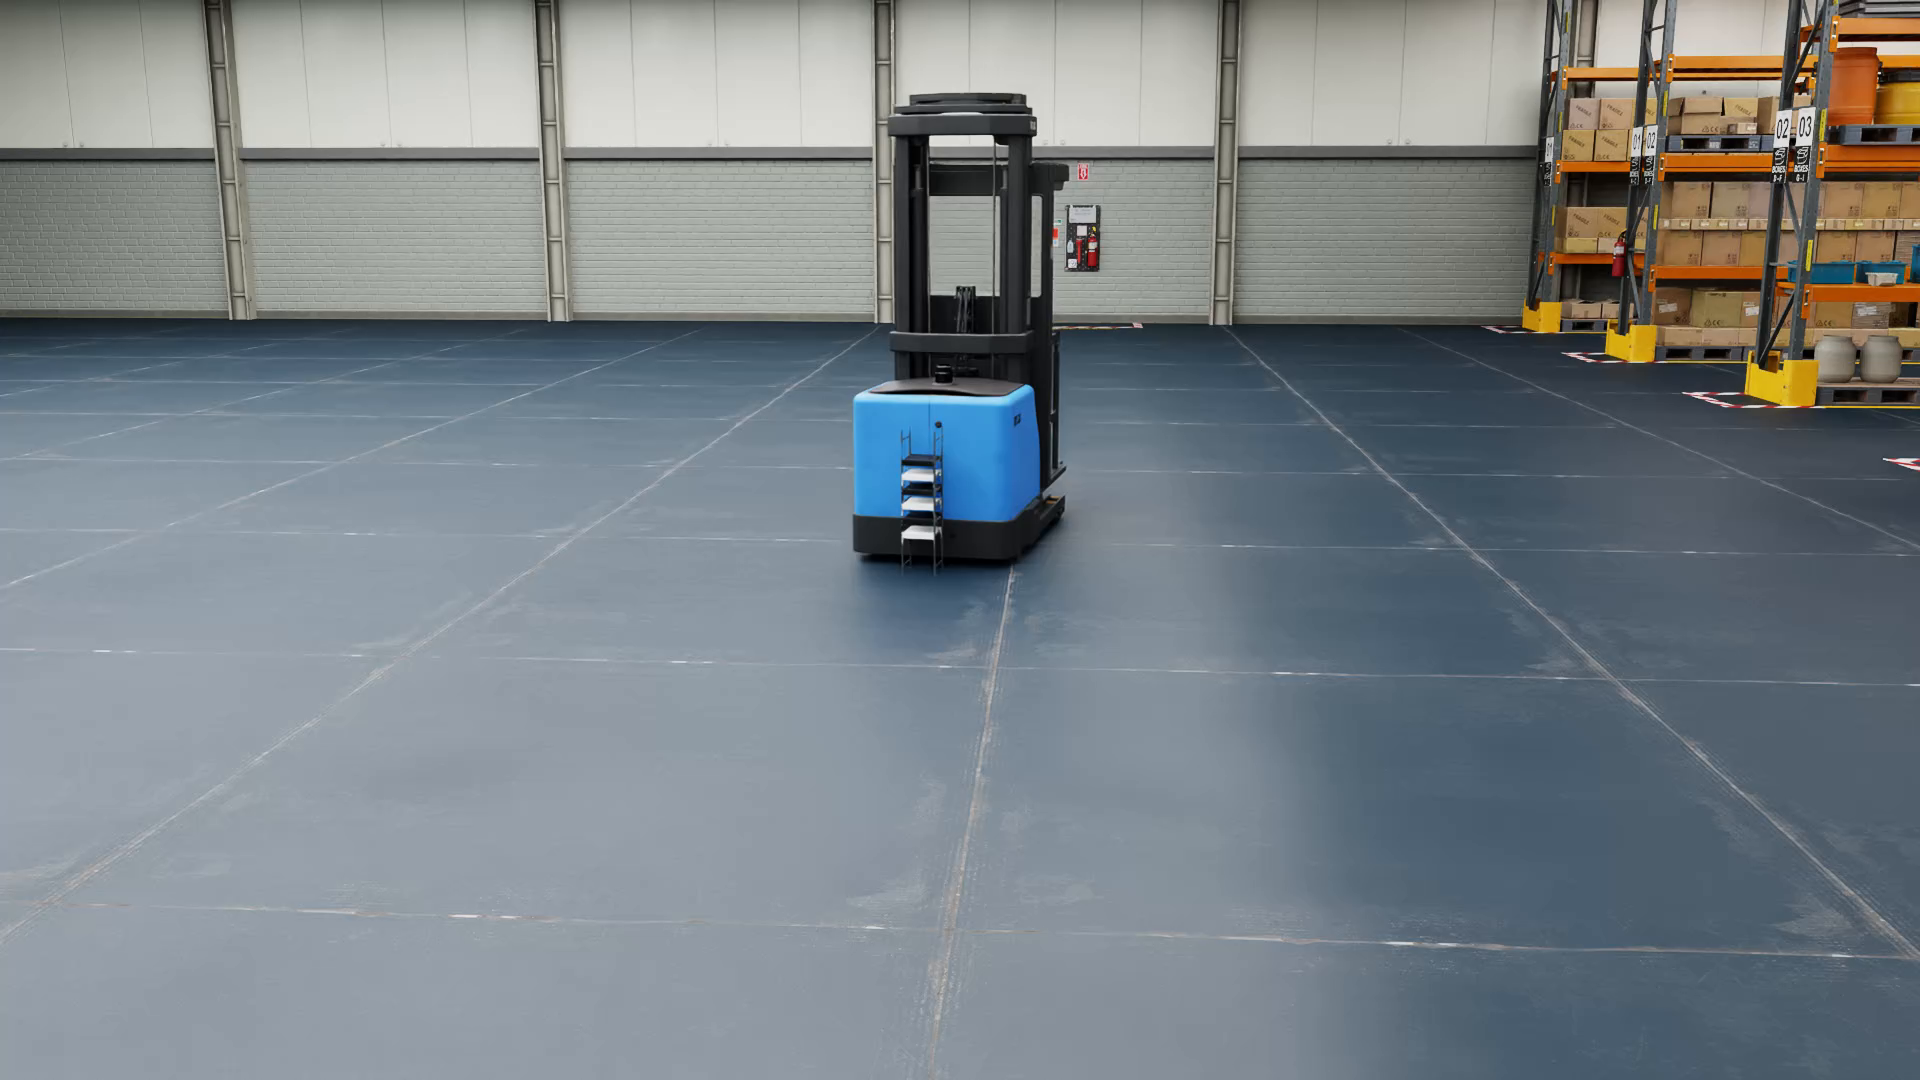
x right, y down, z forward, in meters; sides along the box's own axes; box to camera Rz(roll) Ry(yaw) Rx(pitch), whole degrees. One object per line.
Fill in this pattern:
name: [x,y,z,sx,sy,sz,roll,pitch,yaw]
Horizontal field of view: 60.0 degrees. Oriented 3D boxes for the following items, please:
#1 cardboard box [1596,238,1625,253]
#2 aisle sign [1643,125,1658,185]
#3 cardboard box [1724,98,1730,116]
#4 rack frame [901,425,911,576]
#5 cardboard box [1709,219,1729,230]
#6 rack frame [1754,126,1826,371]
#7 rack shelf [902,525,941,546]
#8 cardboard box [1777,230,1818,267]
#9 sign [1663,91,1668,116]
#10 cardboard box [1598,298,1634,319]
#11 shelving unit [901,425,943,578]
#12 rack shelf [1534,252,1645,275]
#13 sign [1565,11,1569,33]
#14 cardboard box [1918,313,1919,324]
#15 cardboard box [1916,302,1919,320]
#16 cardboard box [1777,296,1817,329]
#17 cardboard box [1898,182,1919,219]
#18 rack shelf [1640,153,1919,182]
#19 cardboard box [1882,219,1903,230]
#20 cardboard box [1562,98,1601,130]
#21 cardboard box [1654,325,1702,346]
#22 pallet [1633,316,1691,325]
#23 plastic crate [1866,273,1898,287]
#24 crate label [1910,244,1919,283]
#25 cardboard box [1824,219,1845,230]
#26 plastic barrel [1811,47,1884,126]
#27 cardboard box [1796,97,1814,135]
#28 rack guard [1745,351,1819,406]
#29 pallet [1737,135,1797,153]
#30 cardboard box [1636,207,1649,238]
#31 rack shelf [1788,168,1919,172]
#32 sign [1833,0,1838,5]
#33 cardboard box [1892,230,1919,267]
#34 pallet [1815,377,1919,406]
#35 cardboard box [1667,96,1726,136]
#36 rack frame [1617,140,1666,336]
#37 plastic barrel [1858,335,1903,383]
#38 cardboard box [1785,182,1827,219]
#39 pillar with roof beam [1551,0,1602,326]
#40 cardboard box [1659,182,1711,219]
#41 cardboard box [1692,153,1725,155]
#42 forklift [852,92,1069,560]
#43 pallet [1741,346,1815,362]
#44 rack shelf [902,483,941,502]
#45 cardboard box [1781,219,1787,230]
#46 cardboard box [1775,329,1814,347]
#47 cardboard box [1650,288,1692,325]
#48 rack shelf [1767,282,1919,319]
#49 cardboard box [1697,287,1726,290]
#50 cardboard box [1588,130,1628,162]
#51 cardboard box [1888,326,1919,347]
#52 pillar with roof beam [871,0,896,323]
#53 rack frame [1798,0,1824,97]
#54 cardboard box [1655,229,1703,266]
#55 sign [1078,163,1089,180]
cardboard box: [10.866,-4.938,27.865,0.500,0.250,0.500,0,12,2]
aisle sign: [9.468,-5.276,22.815,0.004,0.787,0.394,1,12,4]
cardboard box: [12.285,-7.001,27.348,0.500,0.500,0.500,0,12,2]
rack frame: [-0.332,-0.243,10.232,0.006,0.900,0.240,2,12,11]
cardboard box: [10.444,-4.376,23.031,0.250,0.149,0.380,1,12,4]
rack frame: [9.219,-3.053,18.539,0.127,3.000,1.000,1,12,4]
rack shelf: [-0.232,-0.030,10.256,0.200,0.077,0.258,2,12,11]
cardboard box: [11.564,-4.085,23.224,0.500,0.500,0.700,1,12,5]
sign: [9.511,-5.887,22.430,0.005,0.325,0.100,1,12,4]
cardboard box: [11.135,-3.941,28.274,0.500,0.311,0.500,2,12,8]
shelving unit: [-0.232,-0.239,10.212,0.210,0.900,0.258,2,12,11]
rack shelf: [11.877,-4.698,28.157,4.000,0.370,1.077,1,12,4]
sign: [9.845,-8.399,26.966,0.005,0.325,0.100,1,12,4]
cardboard box: [13.968,-3.198,23.549,0.500,0.311,0.500,1,12,4]
cardboard box: [16.138,-3.991,28.050,0.500,0.500,0.700,1,12,3]
cardboard box: [11.571,-3.218,23.185,0.500,0.500,0.500,1,12,4]
cardboard box: [13.102,-4.699,22.994,0.500,0.500,0.700,1,12,4]
rack shelf: [11.550,-5.154,23.012,4.000,0.370,1.077,1,12,4]
cardboard box: [12.752,-4.344,22.879,0.250,0.149,0.380,0,12,2]
cardboard box: [10.250,-7.039,27.530,0.500,0.500,0.500,0,12,0]
cardboard box: [10.074,-2.872,23.362,0.500,0.250,0.500,1,12,4]
pallet: [11.980,-3.676,28.325,1.213,0.211,1.003,1,12,4]
plastic crate: [10.091,-2.846,18.193,0.250,0.136,0.298,1,12,4]
crate label: [11.074,-3.101,18.679,0.616,0.435,0.502,1,12,4]
cardboard box: [11.993,-4.355,22.931,0.250,0.149,0.380,1,12,5]
plastic barrel: [9.713,-4.957,18.237,0.708,0.830,0.600,1,12,4]
cardboard box: [11.910,-5.852,22.970,0.637,0.503,0.797,2,12,10]
rack guard: [9.298,-1.838,18.836,0.348,0.500,1.175,1,12,4]
pallet: [11.478,-5.459,22.929,1.213,0.211,1.003,1,12,4]
cardboard box: [11.345,-5.296,27.744,0.500,0.500,0.500,0,12,2]
rack shelf: [15.868,-6.111,27.588,4.000,0.370,1.077,1,12,4]
sign: [9.178,-5.775,17.409,0.005,0.325,0.100,1,12,4]
cardboard box: [13.102,-4.064,23.127,0.500,0.500,0.700,0,12,2]
pallet: [10.109,-1.685,18.807,1.213,0.211,1.003,1,12,4]
cardboard box: [10.127,-5.849,22.959,0.637,0.503,0.797,2,12,8]
rack frame: [9.554,-4.065,23.376,0.127,3.000,1.000,1,12,4]
plastic barrel: [10.381,-2.041,18.749,0.421,0.512,0.421,0,12,0]
cardboard box: [11.600,-4.720,23.093,0.500,0.500,0.700,1,12,4]
pillar with roof beam: [10.350,-7.301,24.194,0.400,9.000,9.100,1,12,4]
cardboard box: [10.072,-4.739,23.186,0.500,0.500,0.700,1,12,4]
cardboard box: [12.293,-6.515,27.469,0.500,0.500,0.500,0,12,2]
forklift: [0.144,-1.564,11.586,1.130,2.935,3.031,3,12,13]
pallet: [11.534,-2.681,23.570,1.213,0.211,1.003,1,12,4]
rack shelf: [-0.232,-0.294,10.200,0.200,0.077,0.258,2,12,11]
cardboard box: [11.216,-4.365,22.981,0.250,0.149,0.380,1,12,3]
cardboard box: [11.571,-2.851,23.262,0.500,0.250,0.500,1,12,4]
cardboard box: [10.109,-3.345,23.793,0.500,0.500,0.500,1,12,4]
rack shelf: [11.215,-2.674,18.481,4.000,0.370,1.077,1,12,4]
cardboard box: [12.834,-4.020,28.192,0.500,0.500,0.500,0,12,-1]
cardboard box: [10.732,-6.534,27.559,0.500,0.500,0.500,2,12,8]
cardboard box: [13.068,-2.832,23.170,0.500,0.250,0.500,1,12,4]
pillar with roof beam: [-1.623,-7.466,24.979,0.400,9.000,9.100,1,12,4]
rack frame: [13.873,-7.959,27.338,0.127,3.000,1.000,1,12,4]
cardboard box: [10.019,-4.105,23.323,0.500,0.500,0.700,1,12,4]
sign: [2.187,-6.523,29.465,0.199,0.298,0.001,1,12,4]
